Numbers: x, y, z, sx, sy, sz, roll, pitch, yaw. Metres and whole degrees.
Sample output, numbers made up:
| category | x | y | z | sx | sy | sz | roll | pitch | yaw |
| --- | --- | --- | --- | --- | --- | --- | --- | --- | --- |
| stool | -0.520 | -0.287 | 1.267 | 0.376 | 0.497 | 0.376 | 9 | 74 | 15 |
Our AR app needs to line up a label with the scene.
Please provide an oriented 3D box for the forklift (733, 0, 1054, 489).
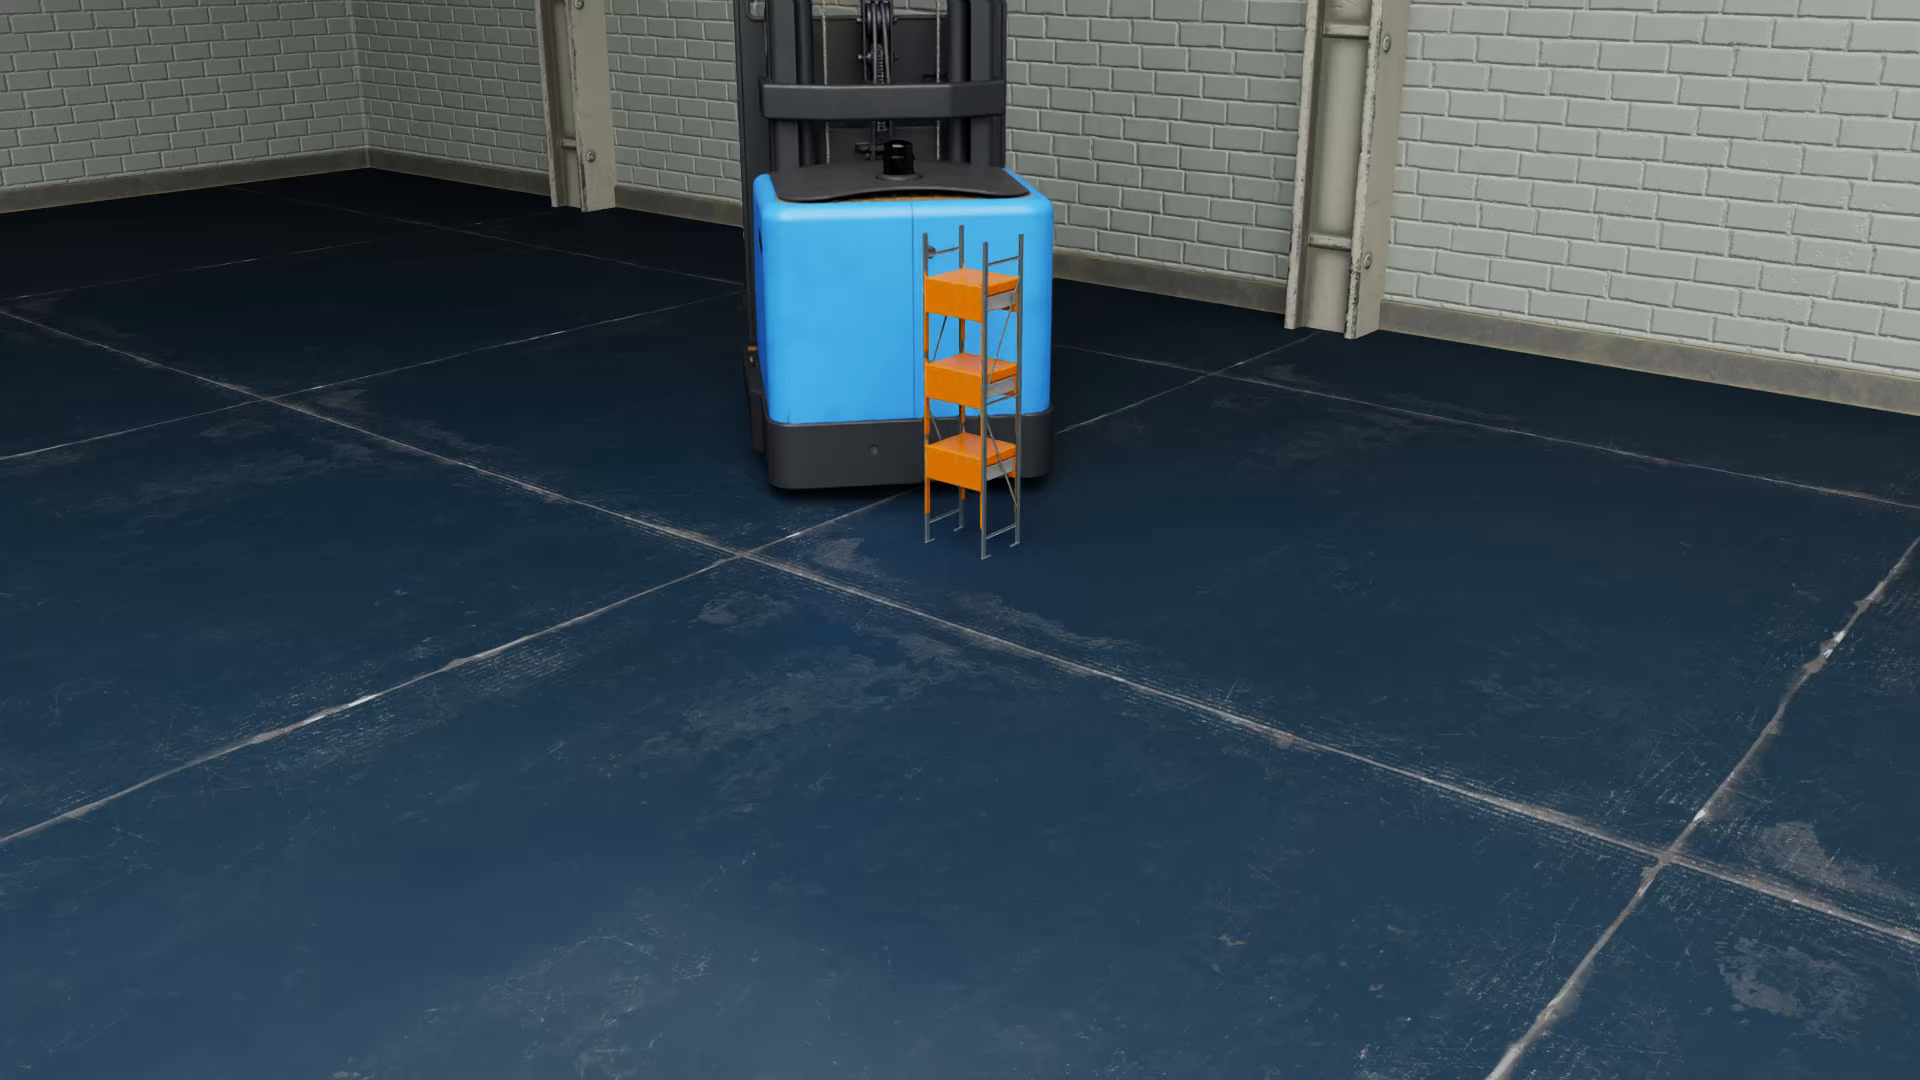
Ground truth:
| category | x | y | z | sx | sy | sz | roll | pitch | yaw |
| --- | --- | --- | --- | --- | --- | --- | --- | --- | --- |
| forklift | -0.395 | -2.036 | 6.912 | 1.130 | 2.935 | 3.031 | -3 | 21 | -8 |

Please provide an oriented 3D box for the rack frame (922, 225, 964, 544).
| category | x | y | z | sx | sy | sz | roll | pitch | yaw |
| --- | --- | --- | --- | --- | --- | --- | --- | --- | --- |
| rack frame | -0.053 | -0.507 | 5.523 | 0.008 | 1.050 | 0.200 | 16 | 26 | 36 |

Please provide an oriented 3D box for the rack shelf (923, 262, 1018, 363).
| category | x | y | z | sx | sy | sz | roll | pitch | yaw |
| --- | --- | --- | --- | --- | --- | --- | --- | --- | --- |
| rack shelf | 0.041 | -0.735 | 5.355 | 0.240 | 0.259 | 0.215 | 16 | 26 | 36 |

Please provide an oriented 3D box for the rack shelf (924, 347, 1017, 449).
| category | x | y | z | sx | sy | sz | roll | pitch | yaw |
| --- | --- | --- | --- | --- | --- | --- | --- | --- | --- |
| rack shelf | 0.041 | -0.469 | 5.455 | 0.240 | 0.259 | 0.215 | 16 | 26 | 36 |

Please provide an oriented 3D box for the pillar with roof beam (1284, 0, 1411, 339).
| category | x | y | z | sx | sy | sz | roll | pitch | yaw |
| --- | --- | --- | --- | --- | --- | --- | --- | --- | --- |
| pillar with roof beam | -0.805 | -4.127 | 3.858 | 0.400 | 9.000 | 9.100 | 16 | 26 | 36 |

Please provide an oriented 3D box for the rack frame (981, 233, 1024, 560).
| category | x | y | z | sx | sy | sz | roll | pitch | yaw |
| --- | --- | --- | --- | --- | --- | --- | --- | --- | --- |
| rack frame | 0.136 | -0.452 | 5.379 | 0.008 | 1.050 | 0.200 | 16 | 26 | 36 |

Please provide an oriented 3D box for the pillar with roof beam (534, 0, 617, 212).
| category | x | y | z | sx | sy | sz | roll | pitch | yaw |
| --- | --- | --- | --- | --- | --- | --- | --- | --- | --- |
| pillar with roof beam | -5.453 | -5.465 | 7.408 | 0.400 | 9.000 | 9.100 | 16 | 26 | 36 |

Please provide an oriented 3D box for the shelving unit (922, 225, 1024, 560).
| category | x | y | z | sx | sy | sz | roll | pitch | yaw |
| --- | --- | --- | --- | --- | --- | --- | --- | --- | --- |
| shelving unit | 0.041 | -0.479 | 5.451 | 0.252 | 1.050 | 0.215 | 16 | 26 | 36 |

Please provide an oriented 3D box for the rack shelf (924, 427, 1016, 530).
| category | x | y | z | sx | sy | sz | roll | pitch | yaw |
| --- | --- | --- | --- | --- | --- | --- | --- | --- | --- |
| rack shelf | 0.041 | -0.209 | 5.553 | 0.240 | 0.259 | 0.215 | 16 | 26 | 36 |
